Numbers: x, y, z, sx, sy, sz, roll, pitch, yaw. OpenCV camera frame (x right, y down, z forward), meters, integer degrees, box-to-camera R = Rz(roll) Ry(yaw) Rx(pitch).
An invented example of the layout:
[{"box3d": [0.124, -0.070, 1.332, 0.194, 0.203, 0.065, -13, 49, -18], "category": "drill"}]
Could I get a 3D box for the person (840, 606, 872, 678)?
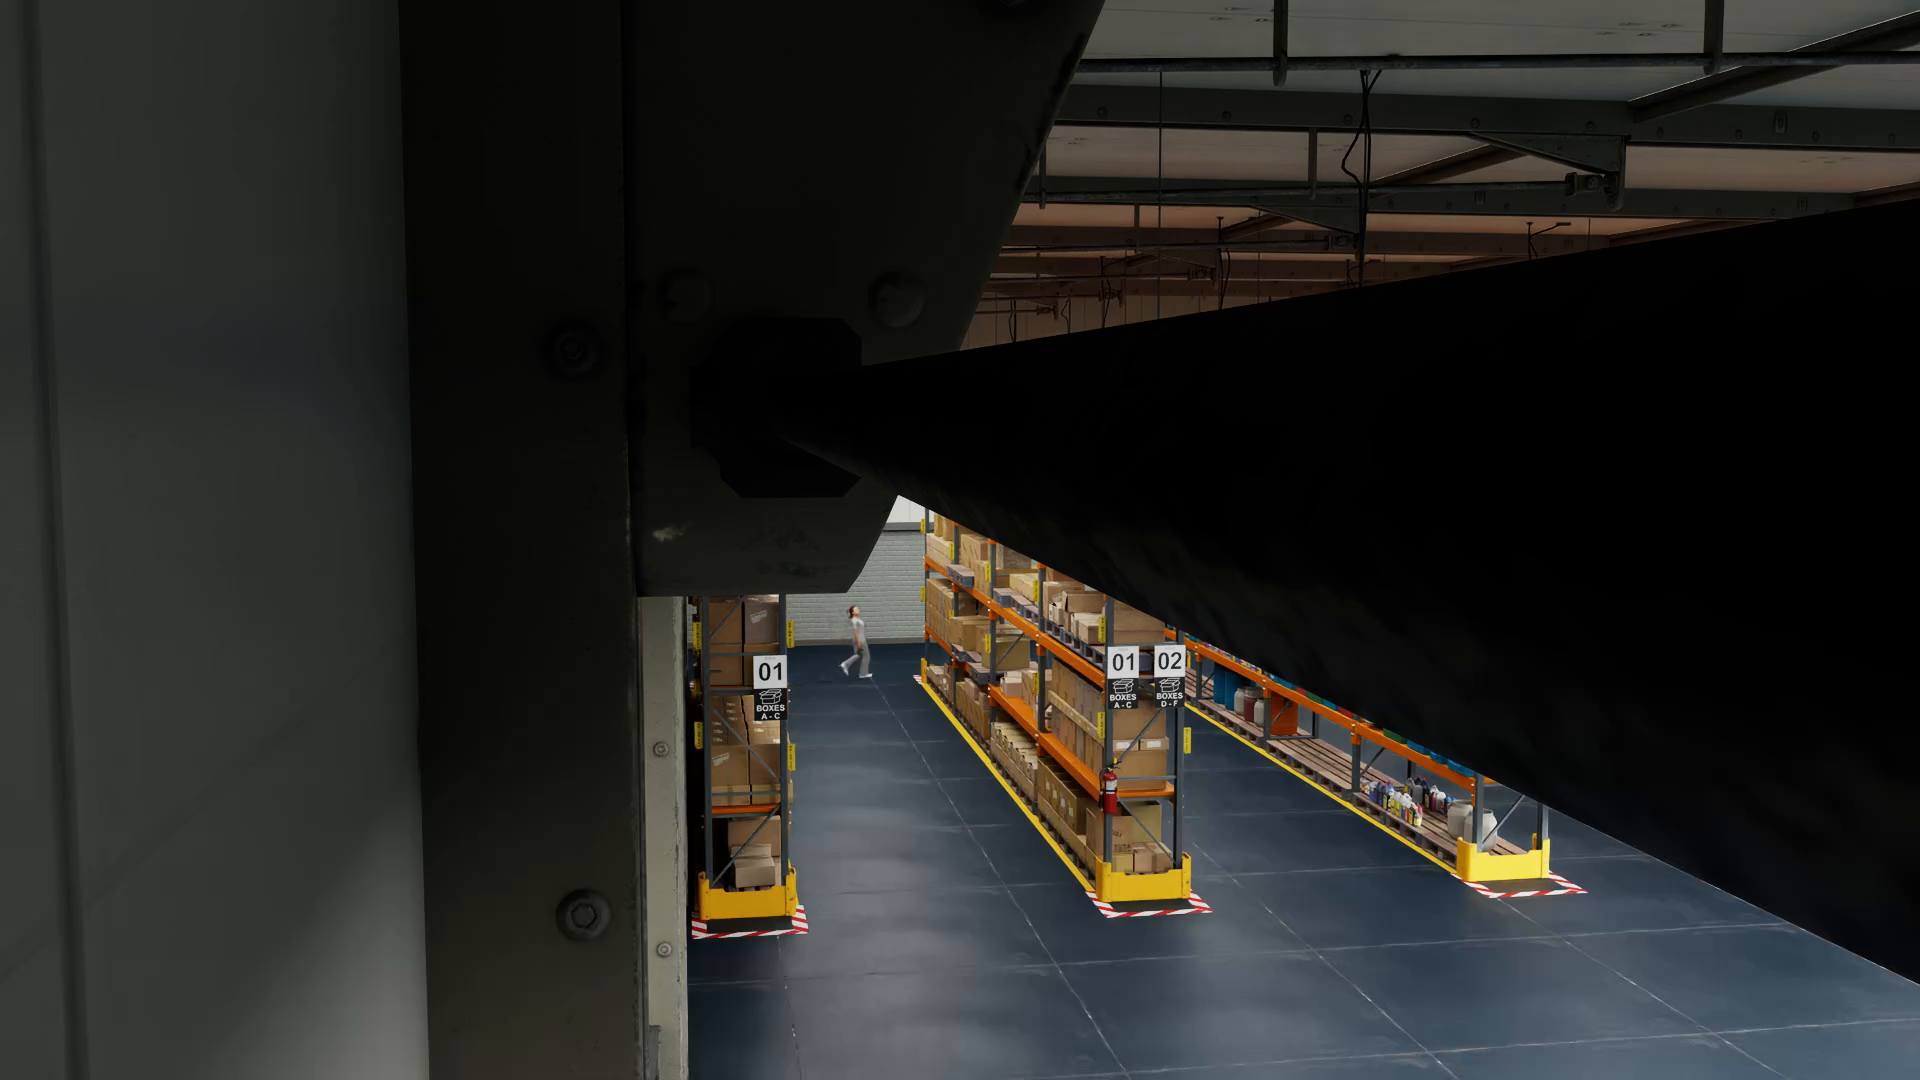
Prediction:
[{"box3d": [-2.293, 2.274, 36.903, 0.710, 1.604, 0.500, -3, 6, -30], "category": "person"}]
